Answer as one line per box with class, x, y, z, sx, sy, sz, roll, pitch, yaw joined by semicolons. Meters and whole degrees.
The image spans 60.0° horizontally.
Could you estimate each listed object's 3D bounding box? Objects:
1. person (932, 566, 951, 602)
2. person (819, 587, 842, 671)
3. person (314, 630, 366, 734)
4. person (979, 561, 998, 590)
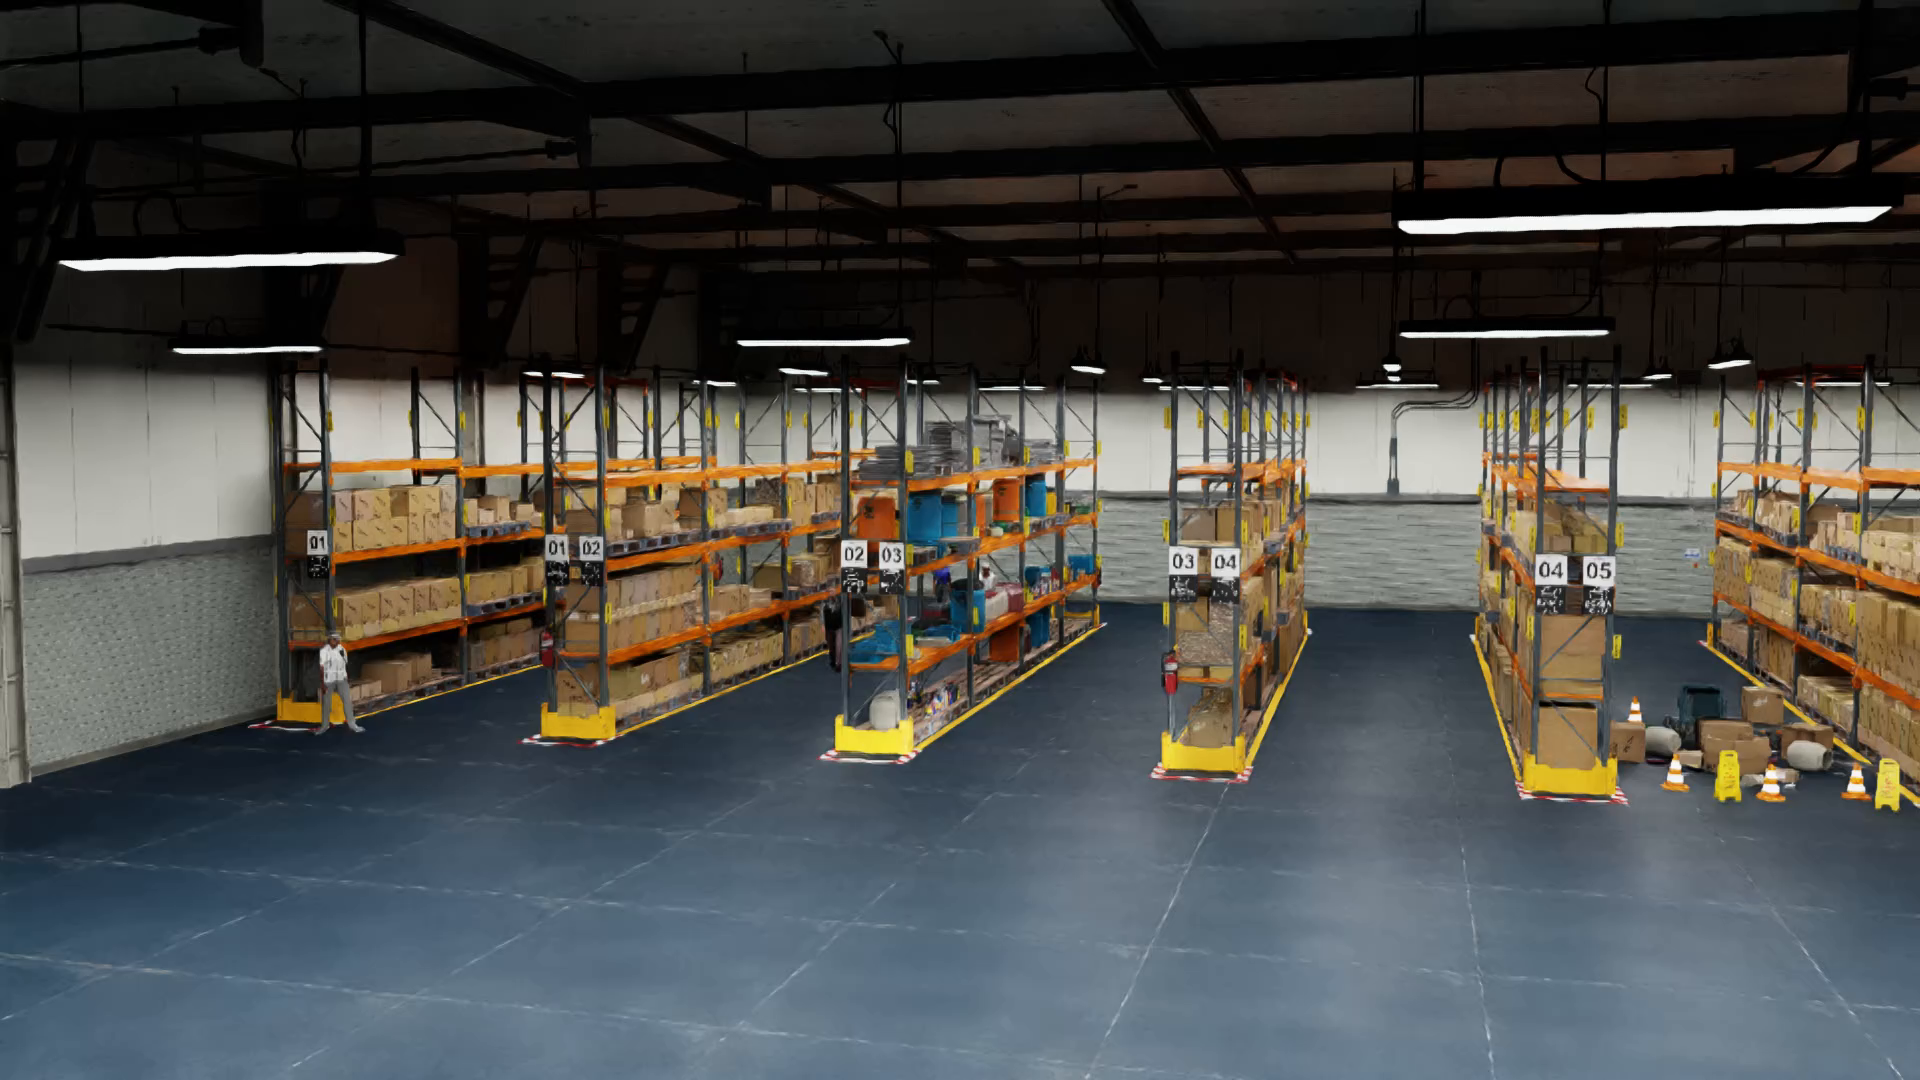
person;-0.462;1.196;41.798;0.453;1.581;1.067;1;4;9
person;-2.550;1.760;33.409;0.538;1.664;1.026;0;4;7
person;-9.933;2.251;26.536;0.697;1.666;0.558;-3;5;-38
person;0.613;1.347;38.797;0.563;1.707;1.127;1;4;13
